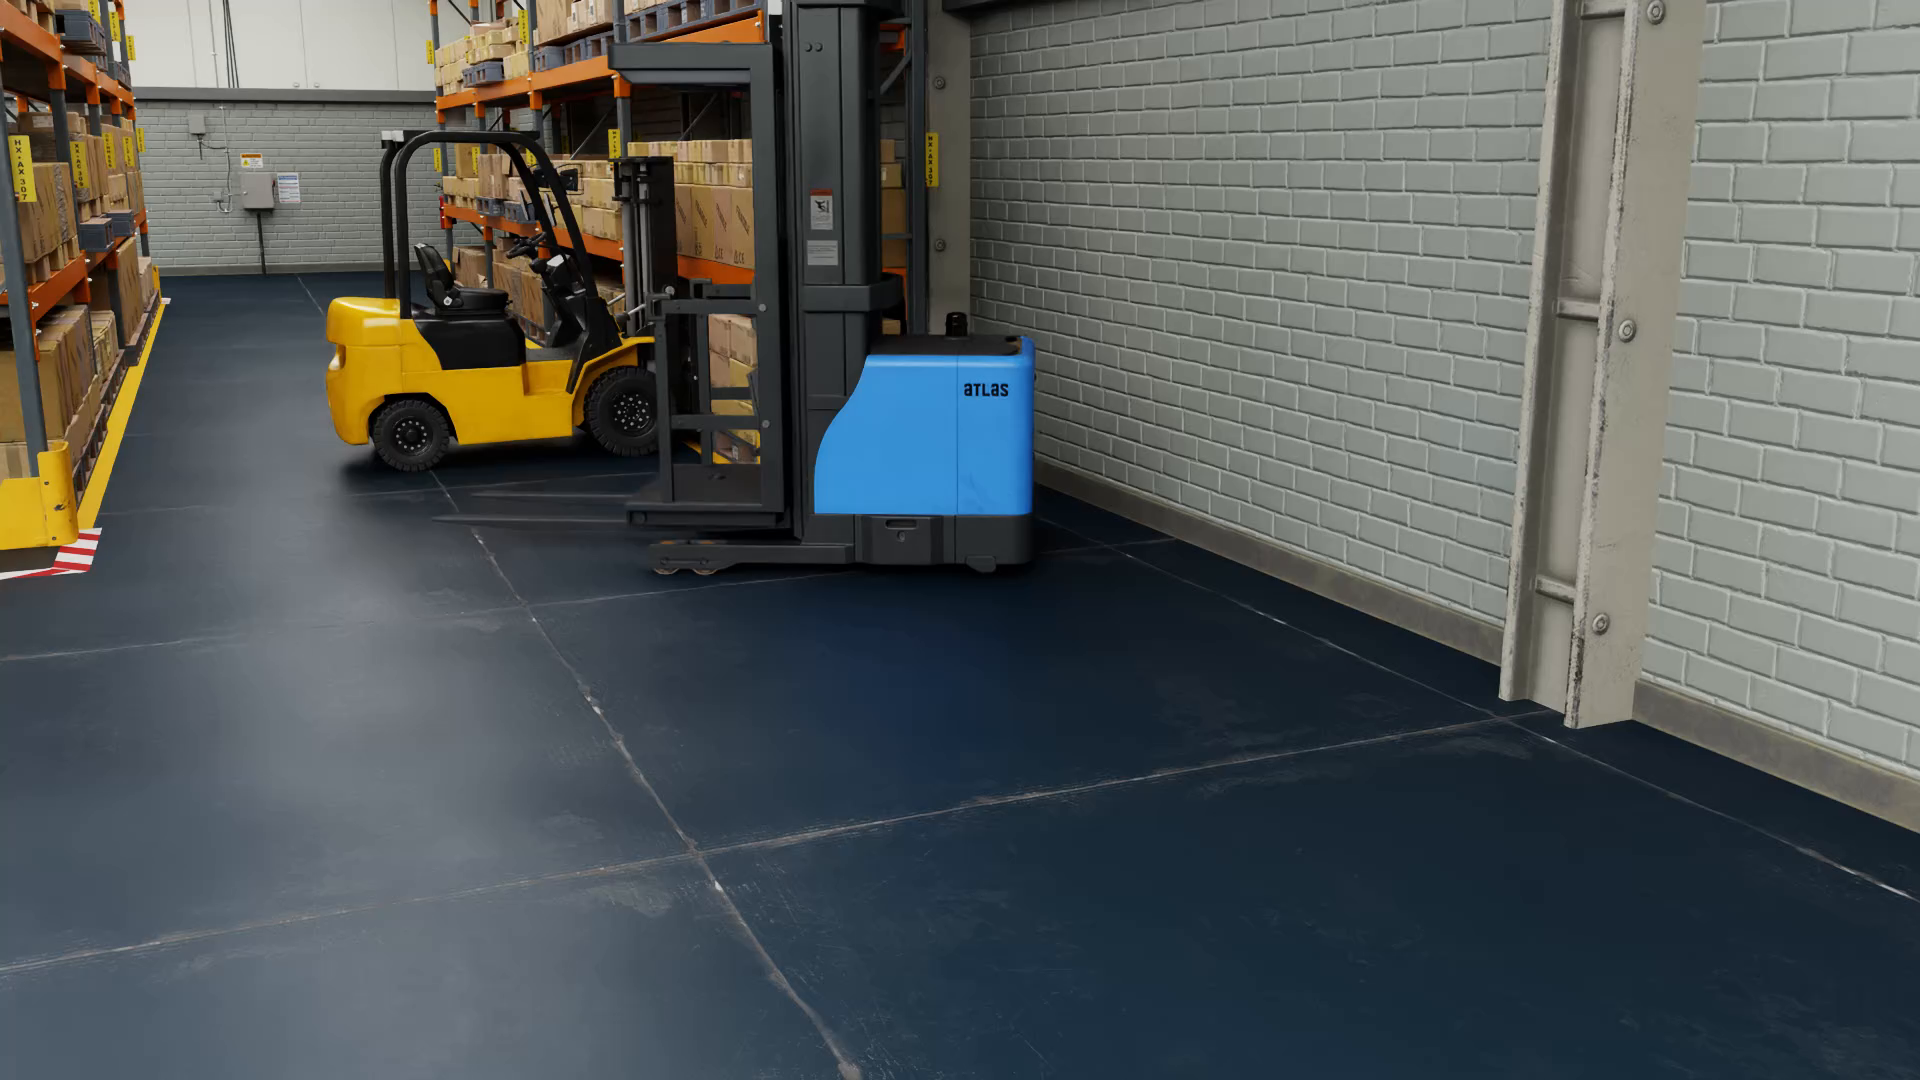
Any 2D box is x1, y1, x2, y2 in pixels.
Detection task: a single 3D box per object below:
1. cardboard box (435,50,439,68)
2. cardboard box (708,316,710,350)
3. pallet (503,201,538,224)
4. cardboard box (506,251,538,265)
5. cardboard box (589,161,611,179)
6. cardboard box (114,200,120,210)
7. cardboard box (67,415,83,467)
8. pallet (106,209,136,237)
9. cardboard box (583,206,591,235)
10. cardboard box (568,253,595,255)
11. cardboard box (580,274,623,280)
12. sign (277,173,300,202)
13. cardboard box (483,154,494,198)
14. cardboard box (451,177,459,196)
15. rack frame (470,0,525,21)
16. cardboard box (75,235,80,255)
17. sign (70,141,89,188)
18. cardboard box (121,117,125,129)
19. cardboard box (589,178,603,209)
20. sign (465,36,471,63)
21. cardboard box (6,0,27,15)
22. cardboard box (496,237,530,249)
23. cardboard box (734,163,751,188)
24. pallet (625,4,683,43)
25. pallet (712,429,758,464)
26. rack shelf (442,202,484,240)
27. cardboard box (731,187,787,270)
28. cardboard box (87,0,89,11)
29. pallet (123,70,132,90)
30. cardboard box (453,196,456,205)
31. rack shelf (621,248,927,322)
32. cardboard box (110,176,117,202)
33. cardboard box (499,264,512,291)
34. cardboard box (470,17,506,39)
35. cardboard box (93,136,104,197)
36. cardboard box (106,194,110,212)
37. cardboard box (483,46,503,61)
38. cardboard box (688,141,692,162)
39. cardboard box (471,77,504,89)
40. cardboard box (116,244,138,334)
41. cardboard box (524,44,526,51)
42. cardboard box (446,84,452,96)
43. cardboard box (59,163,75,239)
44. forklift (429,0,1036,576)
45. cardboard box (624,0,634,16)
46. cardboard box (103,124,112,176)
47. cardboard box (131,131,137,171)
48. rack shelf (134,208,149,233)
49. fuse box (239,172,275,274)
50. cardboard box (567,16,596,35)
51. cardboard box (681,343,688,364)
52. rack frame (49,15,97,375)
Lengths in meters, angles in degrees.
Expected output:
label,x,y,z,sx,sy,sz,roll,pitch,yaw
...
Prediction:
label,x,y,z,sx,sy,sz,roll,pitch,yaw
cardboard box,-7.155,-6.822,23.607,0.500,0.250,0.500,-6,14,-24
cardboard box,-1.585,-1.482,11.569,0.500,0.250,0.500,-5,14,-22
pallet,-4.234,-3.547,17.970,1.213,0.211,1.003,-6,14,-23
cardboard box,-5.305,-3.436,20.237,0.380,0.149,0.250,-6,15,-26
cardboard box,-3.032,-3.245,14.579,0.380,0.149,0.250,-6,14,-25
cardboard box,-8.837,-3.322,16.904,0.500,0.250,0.500,-5,14,-21
cardboard box,-5.507,-0.568,9.838,0.500,0.250,0.500,-5,14,-21
pallet,-8.061,-2.827,14.857,1.213,0.211,1.003,-6,14,-23
cardboard box,-3.114,-2.897,15.066,0.500,0.250,0.500,-6,14,-23
cardboard box,-4.531,-3.323,19.748,0.380,0.149,0.250,-5,14,-22
cardboard box,-3.392,-2.290,16.449,0.875,0.625,0.625,-5,14,-21
sign,-11.576,-6.074,28.674,0.329,0.494,0.001,-6,14,-23
cardboard box,-5.304,-4.360,19.901,0.700,0.500,0.500,-5,14,-22
cardboard box,-6.759,-4.905,23.084,0.500,0.250,0.500,-6,14,-24
rack frame,-5.500,-7.256,20.265,1.000,3.000,0.127,-6,14,-23
cardboard box,-6.434,-2.070,11.720,0.380,0.149,0.250,-6,14,-24
sign,-6.348,-2.704,11.980,0.100,0.325,0.005,-6,14,-23
cardboard box,-10.317,-5.040,20.115,0.380,0.149,0.250,-6,14,-25
cardboard box,-2.939,-3.035,14.555,0.500,0.250,0.500,-6,14,-24
sign,-5.994,-5.996,20.326,0.100,0.325,0.005,-6,14,-23
cardboard box,-5.596,-3.109,9.554,0.380,0.149,0.250,-5,14,-22
cardboard box,-5.545,-3.689,20.669,0.380,0.149,0.250,-6,14,-24
cardboard box,-1.218,-2.315,10.562,0.380,0.149,0.250,-5,14,-22
pallet,-1.930,-3.925,12.720,1.003,0.211,1.213,-6,14,-23
pallet,-1.038,-0.650,11.210,1.003,0.211,1.213,-6,14,-23
rack shelf,-6.301,-4.396,22.808,1.077,0.370,4.000,-6,14,-23
cardboard box,-1.131,-1.981,10.555,0.500,0.500,0.500,-6,14,-24
cardboard box,-7.135,-4.188,13.062,0.500,0.250,0.500,-6,14,-24
pallet,-11.342,-5.977,21.585,1.003,0.211,1.213,-6,14,-23
cardboard box,-7.078,-4.896,23.931,0.380,0.149,0.250,-5,14,-22
rack shelf,-1.494,-1.917,12.096,1.077,0.370,4.000,-6,14,-23
cardboard box,-8.627,-3.462,16.401,0.500,0.250,0.500,-5,14,-22
cardboard box,-5.290,-3.091,20.185,0.500,0.500,0.500,-6,14,-24
cardboard box,-5.699,-6.179,20.087,0.396,0.266,0.258,-6,14,-24
cardboard box,-7.587,-3.177,14.133,0.500,0.500,0.500,-7,15,-27
cardboard box,-7.782,-2.997,14.792,0.380,0.149,0.250,-6,14,-23
cardboard box,-5.240,-5.564,19.010,0.380,0.149,0.250,-5,14,-22
cardboard box,-1.735,-2.789,11.947,0.380,0.149,0.250,-6,14,-23
cardboard box,-5.915,-5.720,20.837,0.380,0.149,0.250,-6,14,-23
cardboard box,-8.998,-2.562,17.069,0.875,0.875,0.875,-5,14,-22
cardboard box,-4.428,-5.253,17.710,0.380,0.149,0.250,-5,14,-22
cardboard box,-6.855,-6.191,22.874,0.380,0.149,0.250,-6,14,-23
cardboard box,-6.224,-2.250,11.058,0.500,0.500,0.500,-5,14,-21
forklift,-1.132,-1.373,8.300,3.031,2.935,1.130,1,13,3
cardboard box,-2.394,-4.153,12.912,0.380,0.149,0.250,-5,14,-22
cardboard box,-8.625,-3.819,16.281,0.500,0.500,0.500,-6,14,-23
cardboard box,-10.806,-4.961,21.212,0.500,0.500,0.500,-6,14,-23
rack shelf,-10.848,-3.947,20.867,1.077,0.370,4.000,-6,14,-23
fuse box,-11.946,-5.406,28.431,0.539,1.711,0.414,-6,14,-23
cardboard box,-3.323,-4.632,14.983,0.380,0.149,0.250,-6,14,-24
cardboard box,-1.789,-1.348,12.101,0.500,0.250,0.500,-6,14,-23
rack frame,-6.842,-2.232,11.859,1.000,3.000,0.127,-6,14,-23
